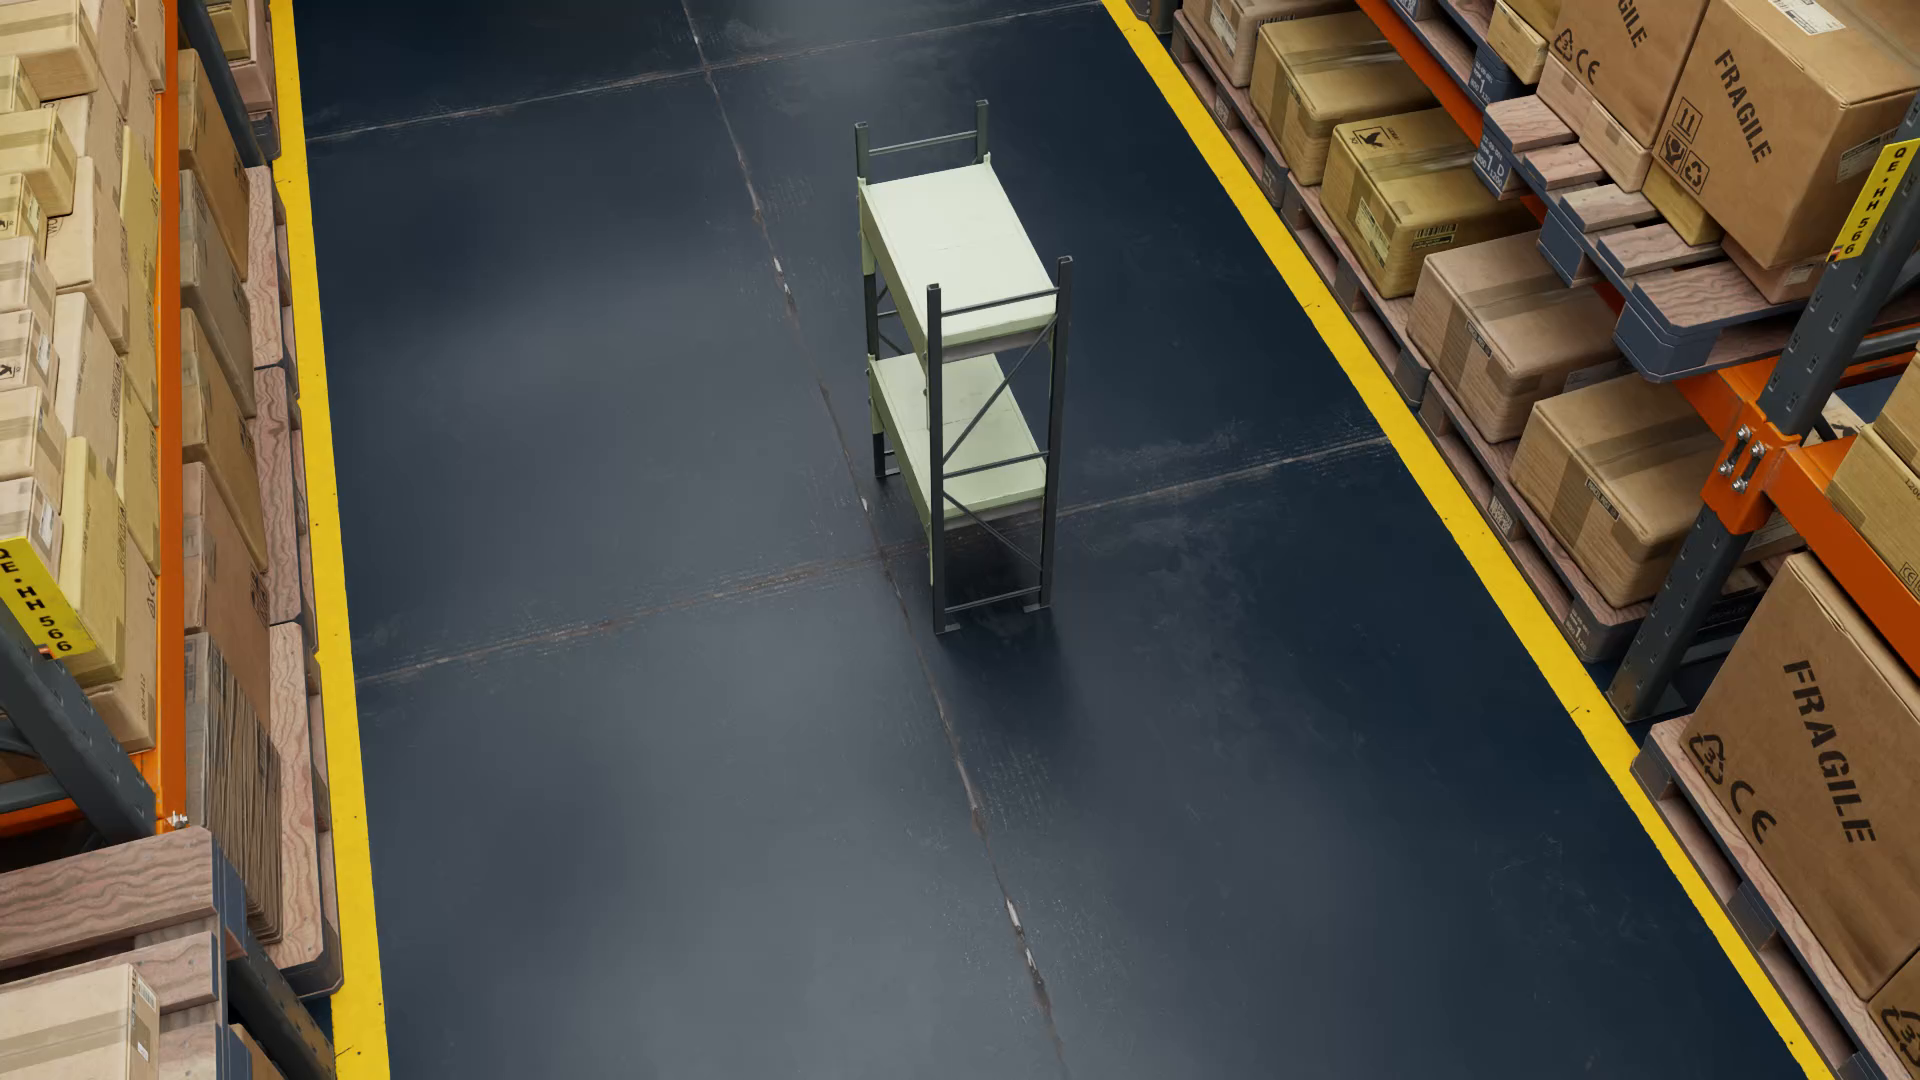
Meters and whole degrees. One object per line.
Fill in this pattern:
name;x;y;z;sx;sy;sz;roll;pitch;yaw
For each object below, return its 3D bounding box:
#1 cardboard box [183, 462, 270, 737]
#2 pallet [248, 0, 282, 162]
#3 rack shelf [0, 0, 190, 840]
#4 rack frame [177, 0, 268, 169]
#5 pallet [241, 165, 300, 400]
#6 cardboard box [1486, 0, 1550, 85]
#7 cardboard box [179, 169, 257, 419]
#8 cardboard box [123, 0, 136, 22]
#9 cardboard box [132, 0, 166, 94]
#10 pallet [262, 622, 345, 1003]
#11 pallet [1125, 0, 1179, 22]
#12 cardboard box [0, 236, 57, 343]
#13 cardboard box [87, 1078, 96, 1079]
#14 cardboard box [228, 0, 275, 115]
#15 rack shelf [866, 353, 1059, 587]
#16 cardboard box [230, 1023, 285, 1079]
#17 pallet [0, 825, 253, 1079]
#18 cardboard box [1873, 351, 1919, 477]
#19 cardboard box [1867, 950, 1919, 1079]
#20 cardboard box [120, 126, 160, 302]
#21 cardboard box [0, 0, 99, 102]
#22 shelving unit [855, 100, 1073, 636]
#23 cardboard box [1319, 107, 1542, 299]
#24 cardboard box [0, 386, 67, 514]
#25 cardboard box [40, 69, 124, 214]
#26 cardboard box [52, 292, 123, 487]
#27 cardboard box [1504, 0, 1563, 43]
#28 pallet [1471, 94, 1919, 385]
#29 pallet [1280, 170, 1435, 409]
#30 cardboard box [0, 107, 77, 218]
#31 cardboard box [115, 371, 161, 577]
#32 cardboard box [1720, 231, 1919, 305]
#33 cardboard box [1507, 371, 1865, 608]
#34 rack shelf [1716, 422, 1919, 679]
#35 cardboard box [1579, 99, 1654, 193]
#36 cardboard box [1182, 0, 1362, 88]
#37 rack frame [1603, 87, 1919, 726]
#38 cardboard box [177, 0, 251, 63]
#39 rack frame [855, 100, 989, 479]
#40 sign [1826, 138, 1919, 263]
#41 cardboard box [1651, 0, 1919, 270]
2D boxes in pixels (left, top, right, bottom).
cardboard box;-2.553;0.283;4.828;0.875;0.625;0.625;-12;51;-10
pallet;-3.559;-2.026;7.320;1.003;0.211;1.213;-13;51;-11
rack shelf;-2.772;-0.642;4.800;1.077;0.370;4.000;-13;51;-11
rack frame;-3.364;-2.334;5.756;1.000;3.000;0.127;-13;51;-11
pallet;-3.109;-0.906;6.376;1.003;0.211;1.213;-13;51;-11
cardboard box;1.811;-1.515;4.955;0.380;0.149;0.250;-13;51;-10
cardboard box;-2.977;-0.757;5.705;0.875;0.625;0.625;-14;51;-11
cardboard box;-2.815;-1.772;5.053;0.500;0.250;0.500;-15;51;-12
cardboard box;-2.811;-1.611;5.244;0.500;0.250;0.500;-14;51;-11
pallet;-2.387;0.876;4.874;1.003;0.211;1.213;-13;51;-11
pallet;1.144;-3.043;8.177;1.003;0.211;1.213;-13;51;-11
cardboard box;-2.264;-0.518;3.735;0.380;0.149;0.250;-13;51;-11
cardboard box;-1.560;1.197;2.602;0.500;0.250;0.500;-15;52;-13
cardboard box;-3.191;-2.012;7.008;0.500;0.250;0.500;-13;51;-11
rack shelf;-0.002;-0.278;5.430;0.431;0.370;0.720;-13;51;-11
cardboard box;-1.851;1.518;3.869;0.500;0.500;0.500;-12;51;-10
pallet;-1.913;1.128;2.963;1.213;0.211;1.003;-13;51;-11
cardboard box;2.474;-0.225;3.749;0.500;0.250;0.500;-14;51;-11
cardboard box;2.944;1.187;3.902;0.875;0.875;0.875;-13;51;-11
cardboard box;-2.533;-0.866;4.616;0.500;0.250;0.500;-12;51;-10
cardboard box;-2.492;-1.274;4.372;0.380;0.149;0.250;-15;51;-12
shelving unit;-0.002;-0.488;5.181;0.431;1.500;0.755;-13;51;-11
cardboard box;1.957;-1.333;6.356;0.950;0.372;0.625;-12;51;-10
cardboard box;-2.074;-0.148;3.423;0.380;0.149;0.250;-12;51;-10
cardboard box;-2.538;-1.025;4.423;0.500;0.250;0.500;-13;51;-10
cardboard box;-2.226;-0.271;3.788;0.500;0.250;0.500;-12;51;-10
cardboard box;1.846;-1.814;4.783;0.500;0.500;0.500;-16;52;-13
pallet;2.247;-0.972;4.733;1.213;0.211;1.003;-13;51;-11
pallet;1.973;-1.100;6.539;1.003;0.211;1.213;-13;51;-11
cardboard box;-2.386;-0.894;4.052;0.380;0.149;0.250;-12;51;-10
cardboard box;-2.223;-0.112;3.981;0.500;0.250;0.500;-14;51;-12
cardboard box;2.238;-0.779;4.334;0.380;0.149;0.250;-12;51;-10
cardboard box;2.402;-0.241;5.435;0.950;0.372;0.625;-16;52;-13
rack shelf;3.151;1.155;3.285;1.077;0.370;4.000;-13;51;-11
cardboard box;1.972;-1.132;4.632;0.380;0.149;0.250;-14;51;-11
cardboard box;1.534;-2.365;7.226;0.950;0.372;0.625;-13;51;-11
rack frame;2.560;-0.538;4.242;1.000;3.000;0.127;-13;51;-11
cardboard box;-3.212;-2.168;6.812;0.500;0.250;0.500;-14;51;-11
rack frame;-0.110;-0.756;5.406;0.400;1.500;0.023;-13;51;-11
sign;2.044;-0.756;3.720;0.100;0.325;0.005;-13;51;-11
cardboard box;2.160;-1.070;4.156;0.500;0.500;0.500;-15;51;-12
